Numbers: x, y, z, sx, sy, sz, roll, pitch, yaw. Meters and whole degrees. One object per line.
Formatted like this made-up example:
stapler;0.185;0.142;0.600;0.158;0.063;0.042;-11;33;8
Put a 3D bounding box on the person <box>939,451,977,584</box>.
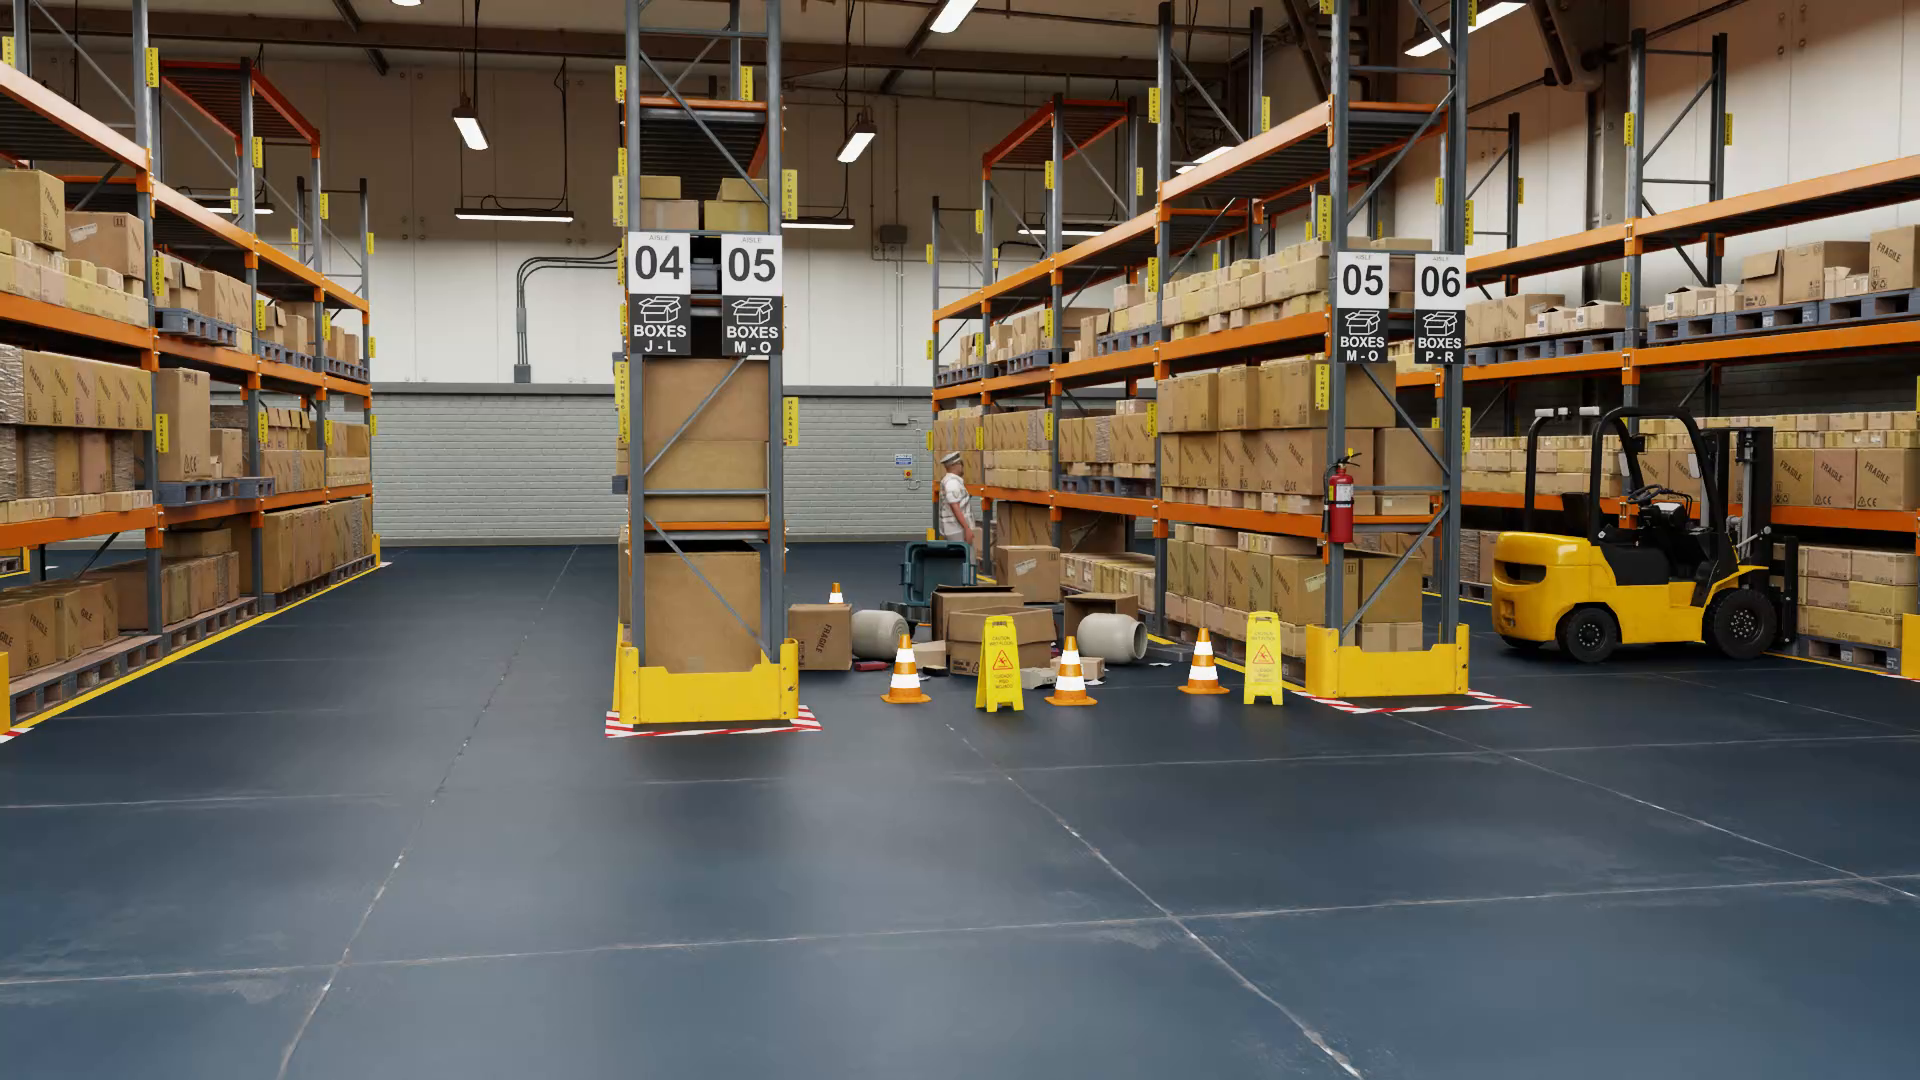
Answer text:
person;0.062;-0.090;18.290;0.575;1.782;0.635;-1;3;-11
